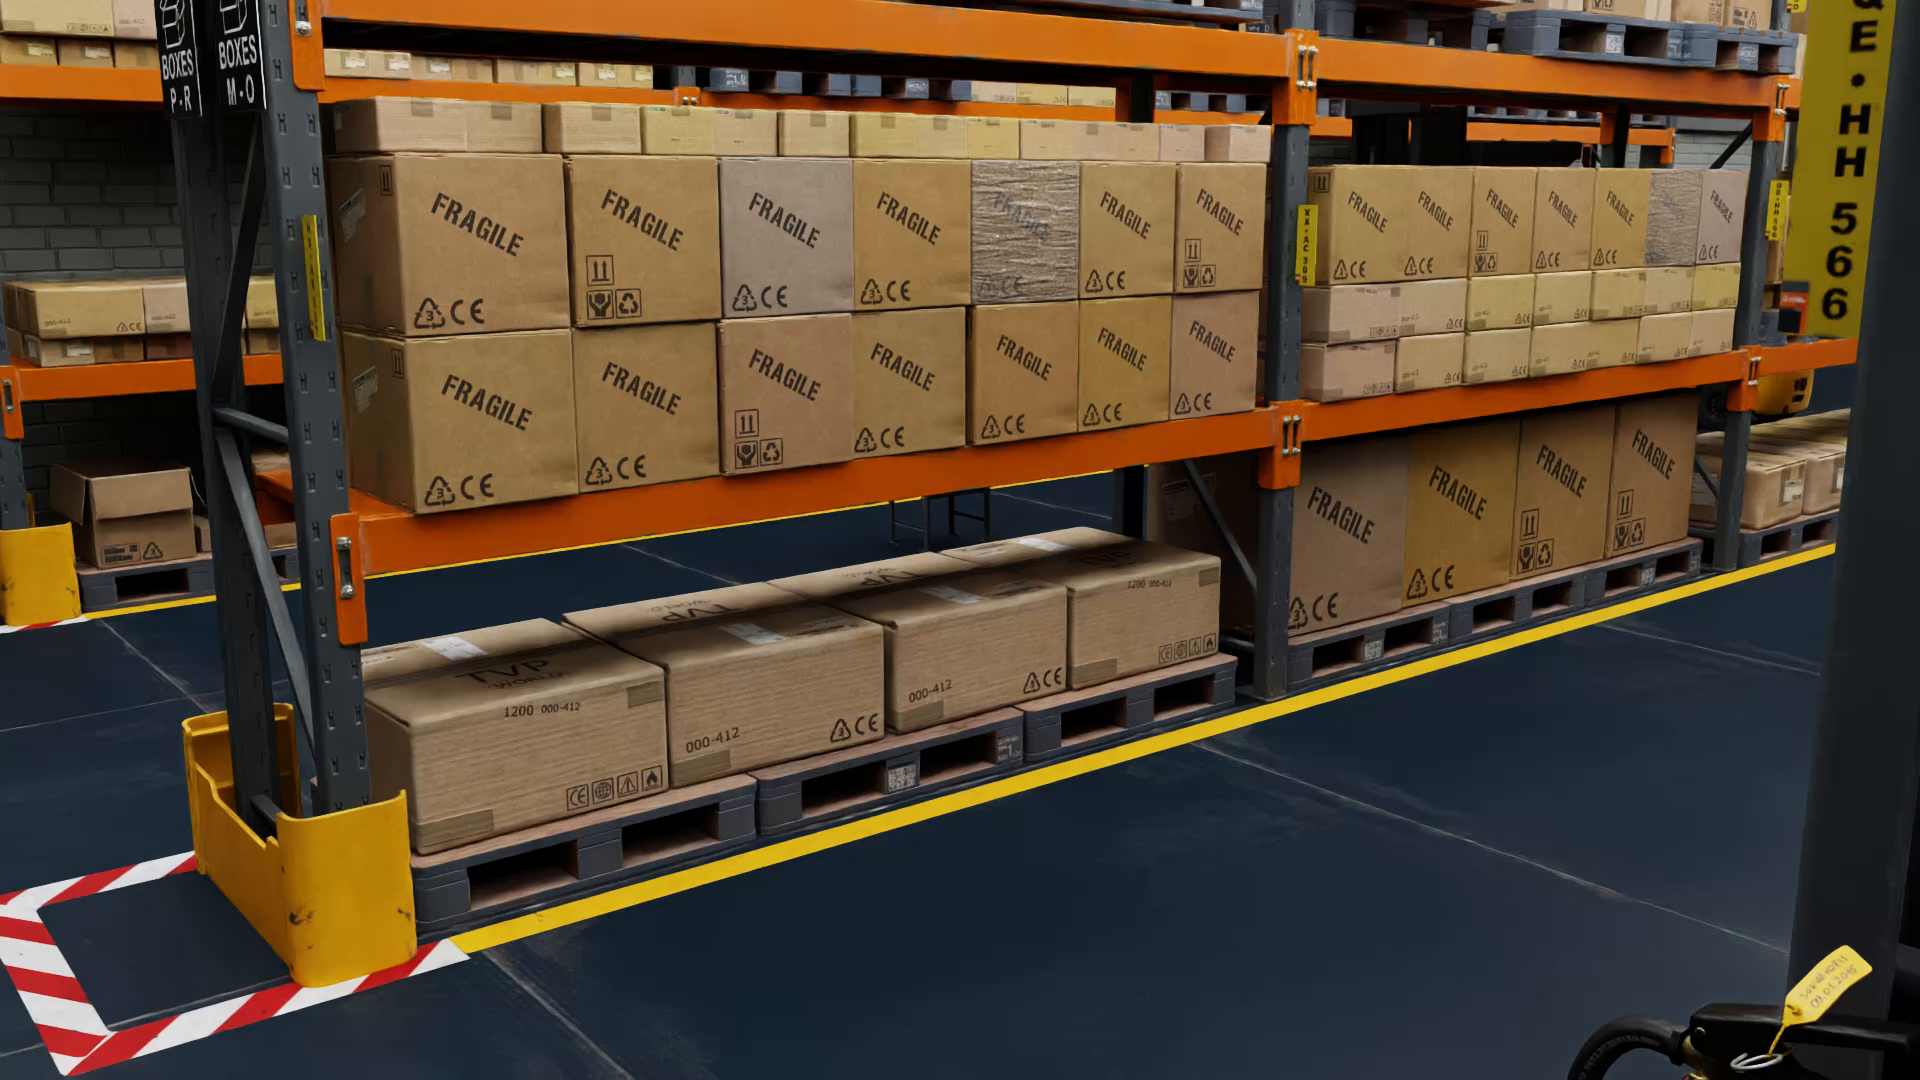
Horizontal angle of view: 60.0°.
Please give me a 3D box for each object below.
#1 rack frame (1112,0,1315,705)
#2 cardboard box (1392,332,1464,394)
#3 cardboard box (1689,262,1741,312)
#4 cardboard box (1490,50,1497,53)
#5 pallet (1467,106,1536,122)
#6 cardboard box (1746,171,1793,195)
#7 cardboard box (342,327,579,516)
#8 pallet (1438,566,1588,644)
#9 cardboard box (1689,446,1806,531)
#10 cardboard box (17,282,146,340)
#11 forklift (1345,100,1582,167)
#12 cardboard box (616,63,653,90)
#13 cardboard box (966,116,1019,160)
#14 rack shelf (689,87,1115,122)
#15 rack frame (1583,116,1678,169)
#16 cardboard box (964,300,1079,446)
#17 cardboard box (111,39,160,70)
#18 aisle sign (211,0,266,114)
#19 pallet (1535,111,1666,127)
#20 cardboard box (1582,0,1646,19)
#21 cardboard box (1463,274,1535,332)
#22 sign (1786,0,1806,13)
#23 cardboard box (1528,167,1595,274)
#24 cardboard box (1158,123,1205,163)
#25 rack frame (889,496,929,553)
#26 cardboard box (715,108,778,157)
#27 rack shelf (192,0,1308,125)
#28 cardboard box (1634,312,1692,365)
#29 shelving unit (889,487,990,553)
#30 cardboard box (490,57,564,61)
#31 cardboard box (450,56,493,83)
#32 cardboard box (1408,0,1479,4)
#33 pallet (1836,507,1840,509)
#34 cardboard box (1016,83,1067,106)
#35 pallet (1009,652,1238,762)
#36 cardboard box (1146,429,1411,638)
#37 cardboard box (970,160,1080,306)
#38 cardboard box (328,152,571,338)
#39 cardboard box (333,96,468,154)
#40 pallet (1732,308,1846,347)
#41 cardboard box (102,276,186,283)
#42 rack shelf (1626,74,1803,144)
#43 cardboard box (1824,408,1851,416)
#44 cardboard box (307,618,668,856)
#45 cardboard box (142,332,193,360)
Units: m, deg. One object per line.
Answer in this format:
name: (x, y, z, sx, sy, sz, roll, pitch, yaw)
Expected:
rack frame: (1.076, -0.839, 7.357, 0.127, 3.000, 1.000, -9, 15, -38)
cardboard box: (1.988, -0.847, 7.757, 0.500, 0.250, 0.500, -10, 16, -39)
cardboard box: (3.980, -1.425, 9.275, 0.500, 0.250, 0.500, -10, 15, -38)
cardboard box: (5.806, -4.689, 16.768, 0.637, 0.503, 0.797, -9, 15, -36)
pallet: (4.869, -4.220, 16.273, 1.213, 0.211, 1.003, -9, 15, -38)
cardboard box: (5.301, -2.333, 10.864, 0.250, 0.149, 0.380, -10, 16, -40)
cardboard box: (-1.493, -0.384, 4.976, 0.500, 0.500, 0.500, -10, 15, -38)
pallet: (2.585, 0.254, 8.925, 1.213, 0.211, 1.003, -9, 15, -38)
cardboard box: (4.647, -0.349, 10.368, 0.625, 0.372, 0.950, -11, 16, -41)
cardboard box: (-4.629, -1.212, 8.758, 0.500, 0.250, 0.500, -9, 15, -37)
forklift: (3.463, -1.660, 11.389, 3.031, 2.935, 1.130, -4, 13, -17)
cardboard box: (-2.124, -2.893, 10.415, 0.250, 0.149, 0.380, -10, 15, -38)
cardboard box: (-0.003, -1.447, 6.011, 0.250, 0.149, 0.380, -10, 15, -39)
rack shelf: (-0.466, -3.018, 12.131, 4.000, 0.370, 1.077, -9, 15, -38)
rack frame: (7.343, -3.200, 18.479, 0.127, 3.000, 1.000, -9, 15, -38)
cardboard box: (0.092, -0.651, 6.231, 0.500, 0.500, 0.500, -10, 15, -38)
cardboard box: (-4.358, -2.541, 8.757, 0.250, 0.149, 0.380, -9, 15, -37)
aisle sign: (-1.922, -1.535, 4.377, 0.004, 0.787, 0.394, -9, 15, -38)
pallet: (6.774, -4.537, 17.764, 1.213, 0.211, 1.003, -9, 15, -38)
cardboard box: (3.004, -2.804, 8.137, 0.500, 0.500, 0.500, -9, 15, -37)
cardboard box: (2.396, -1.155, 8.002, 0.500, 0.250, 0.500, -9, 15, -37)
sign: (4.540, -3.025, 8.999, 0.005, 0.325, 0.100, -9, 15, -38)
cardboard box: (2.772, -1.590, 8.249, 0.500, 0.500, 0.500, -10, 15, -39)
cardboard box: (0.761, -1.586, 6.665, 0.250, 0.149, 0.380, -9, 15, -36)
rack frame: (-0.320, -0.974, 10.160, 0.015, 2.100, 0.400, -9, 15, -38)
cardboard box: (-0.796, -1.316, 5.397, 0.250, 0.149, 0.380, -9, 15, -37)
rack shelf: (-0.486, -1.694, 5.898, 4.000, 0.370, 1.077, -9, 15, -38)
cardboard box: (3.578, -1.108, 8.985, 0.500, 0.250, 0.500, -9, 15, -37)
shelving unit: (-0.129, -1.006, 10.310, 0.503, 2.100, 0.431, -9, 15, -38)
cardboard box: (-2.647, -3.010, 10.007, 0.500, 0.250, 0.500, -10, 16, -40)
cardboard box: (-2.954, -2.767, 9.823, 0.250, 0.149, 0.380, -9, 15, -36)
cardboard box: (1.945, -2.628, 7.308, 0.500, 0.500, 0.500, -10, 15, -39)
pallet: (5.763, -0.252, 11.308, 1.213, 0.211, 1.003, -9, 15, -38)
cardboard box: (0.455, -3.385, 12.487, 0.500, 0.250, 0.500, -9, 15, -37)
pallet: (0.433, 0.611, 7.241, 1.213, 0.211, 1.003, -9, 15, -38)
cardboard box: (1.510, -0.098, 7.974, 0.875, 0.875, 0.875, -9, 15, -36)
cardboard box: (0.087, -1.139, 6.121, 0.500, 0.500, 0.500, -9, 15, -37)
cardboard box: (-1.495, -0.874, 4.874, 0.500, 0.500, 0.500, -10, 15, -39)
cardboard box: (-1.597, -1.176, 4.736, 0.250, 0.149, 0.380, -9, 15, -36)
pallet: (4.689, -1.374, 10.338, 1.003, 0.211, 1.213, -9, 15, -38)
cardboard box: (-4.554, -1.366, 9.484, 0.500, 0.250, 0.500, -9, 15, -37)
rack shelf: (5.761, -2.733, 10.786, 4.000, 0.370, 1.077, -9, 15, -38)
cardboard box: (6.915, -0.728, 12.152, 0.625, 0.372, 0.950, -9, 15, -37)
cardboard box: (-1.594, 0.626, 5.614, 0.875, 0.438, 0.875, -10, 16, -40)
cardboard box: (-4.370, -1.080, 9.097, 0.250, 0.149, 0.380, -10, 15, -38)
